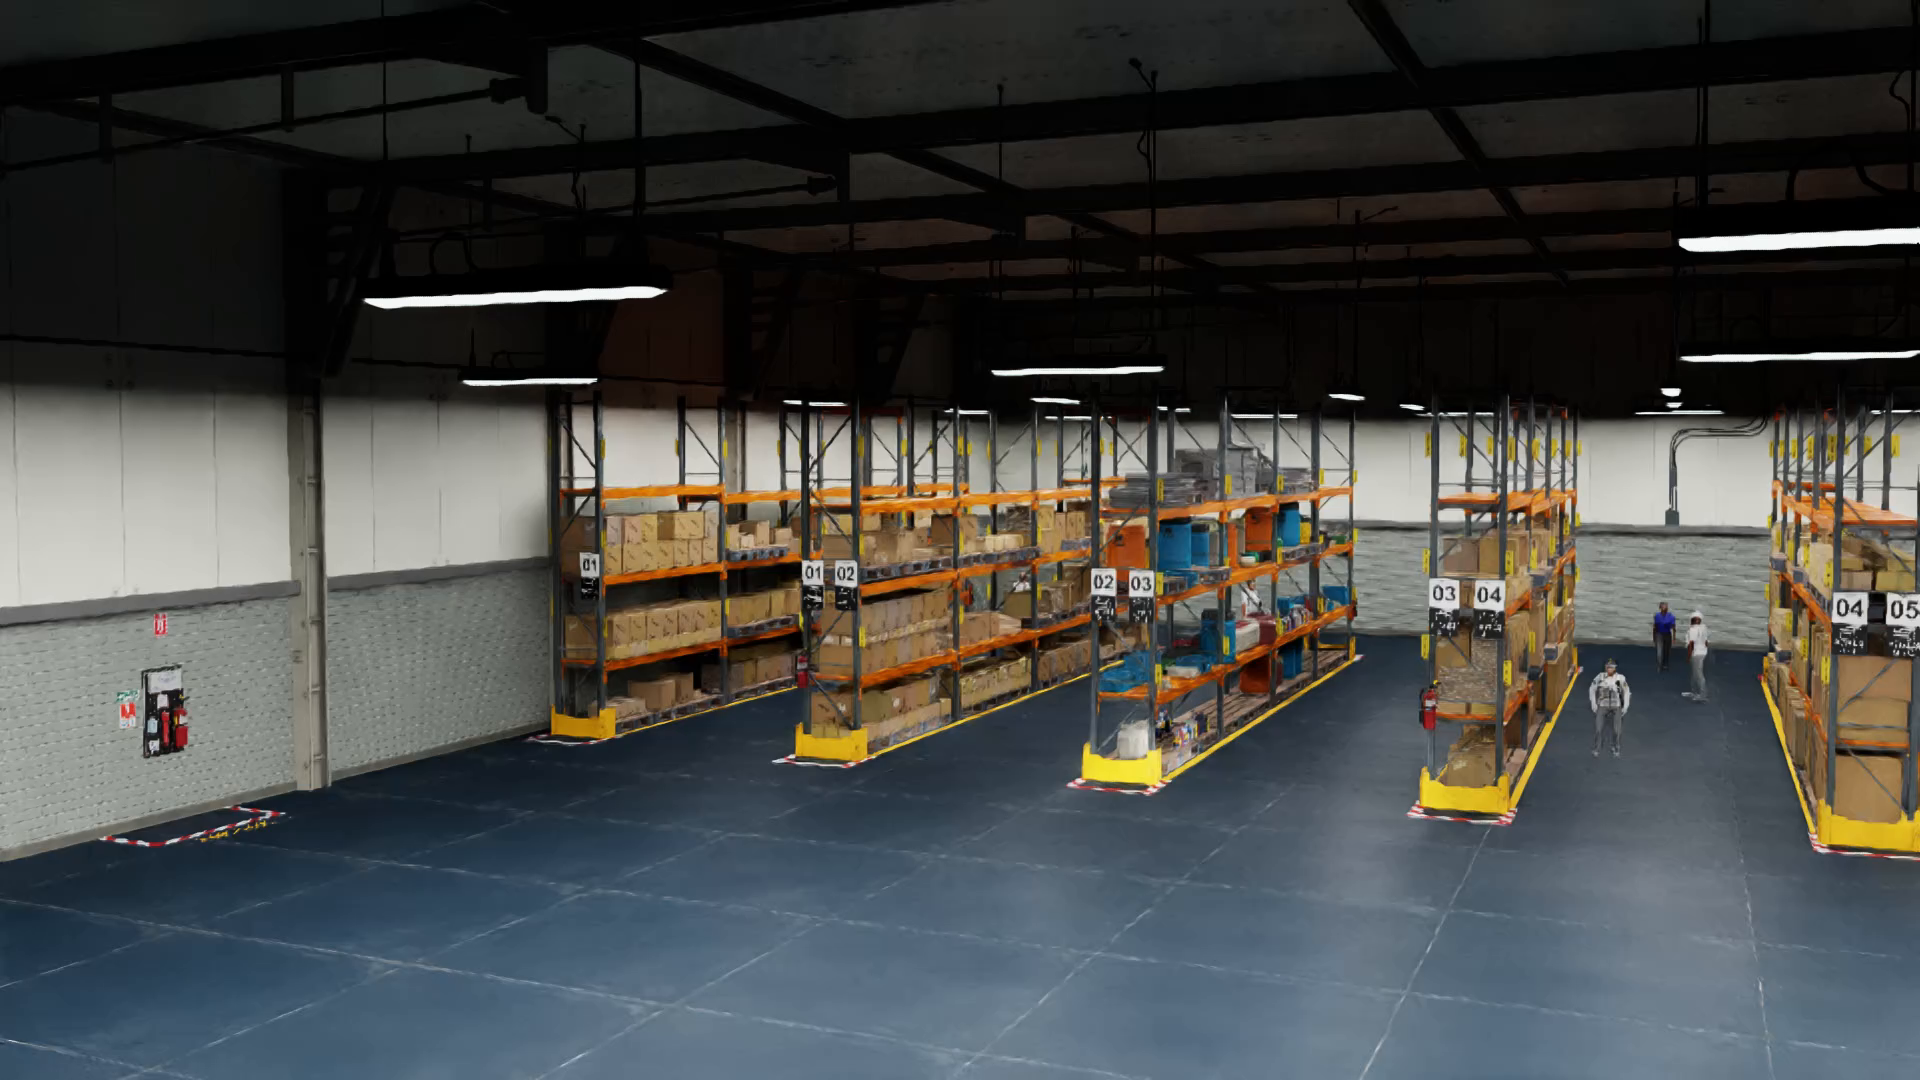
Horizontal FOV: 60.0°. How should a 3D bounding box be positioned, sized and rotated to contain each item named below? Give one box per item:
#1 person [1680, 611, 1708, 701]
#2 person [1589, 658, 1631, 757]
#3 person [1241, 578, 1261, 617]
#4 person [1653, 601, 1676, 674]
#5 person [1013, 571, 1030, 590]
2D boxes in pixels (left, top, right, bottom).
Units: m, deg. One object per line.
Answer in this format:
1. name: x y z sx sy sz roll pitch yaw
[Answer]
1. person: 14.610 2.282 33.054 0.592 1.764 0.687 3 4 42
2. person: 10.517 2.706 26.936 0.639 1.632 0.512 1 3 22
3. person: 7.260 1.826 41.383 0.747 1.757 0.548 -2 4 -34
4. person: 15.672 2.154 36.985 0.461 1.596 0.999 1 3 23
5. person: 1.635 1.707 43.280 0.676 1.781 0.479 -3 4 -42
